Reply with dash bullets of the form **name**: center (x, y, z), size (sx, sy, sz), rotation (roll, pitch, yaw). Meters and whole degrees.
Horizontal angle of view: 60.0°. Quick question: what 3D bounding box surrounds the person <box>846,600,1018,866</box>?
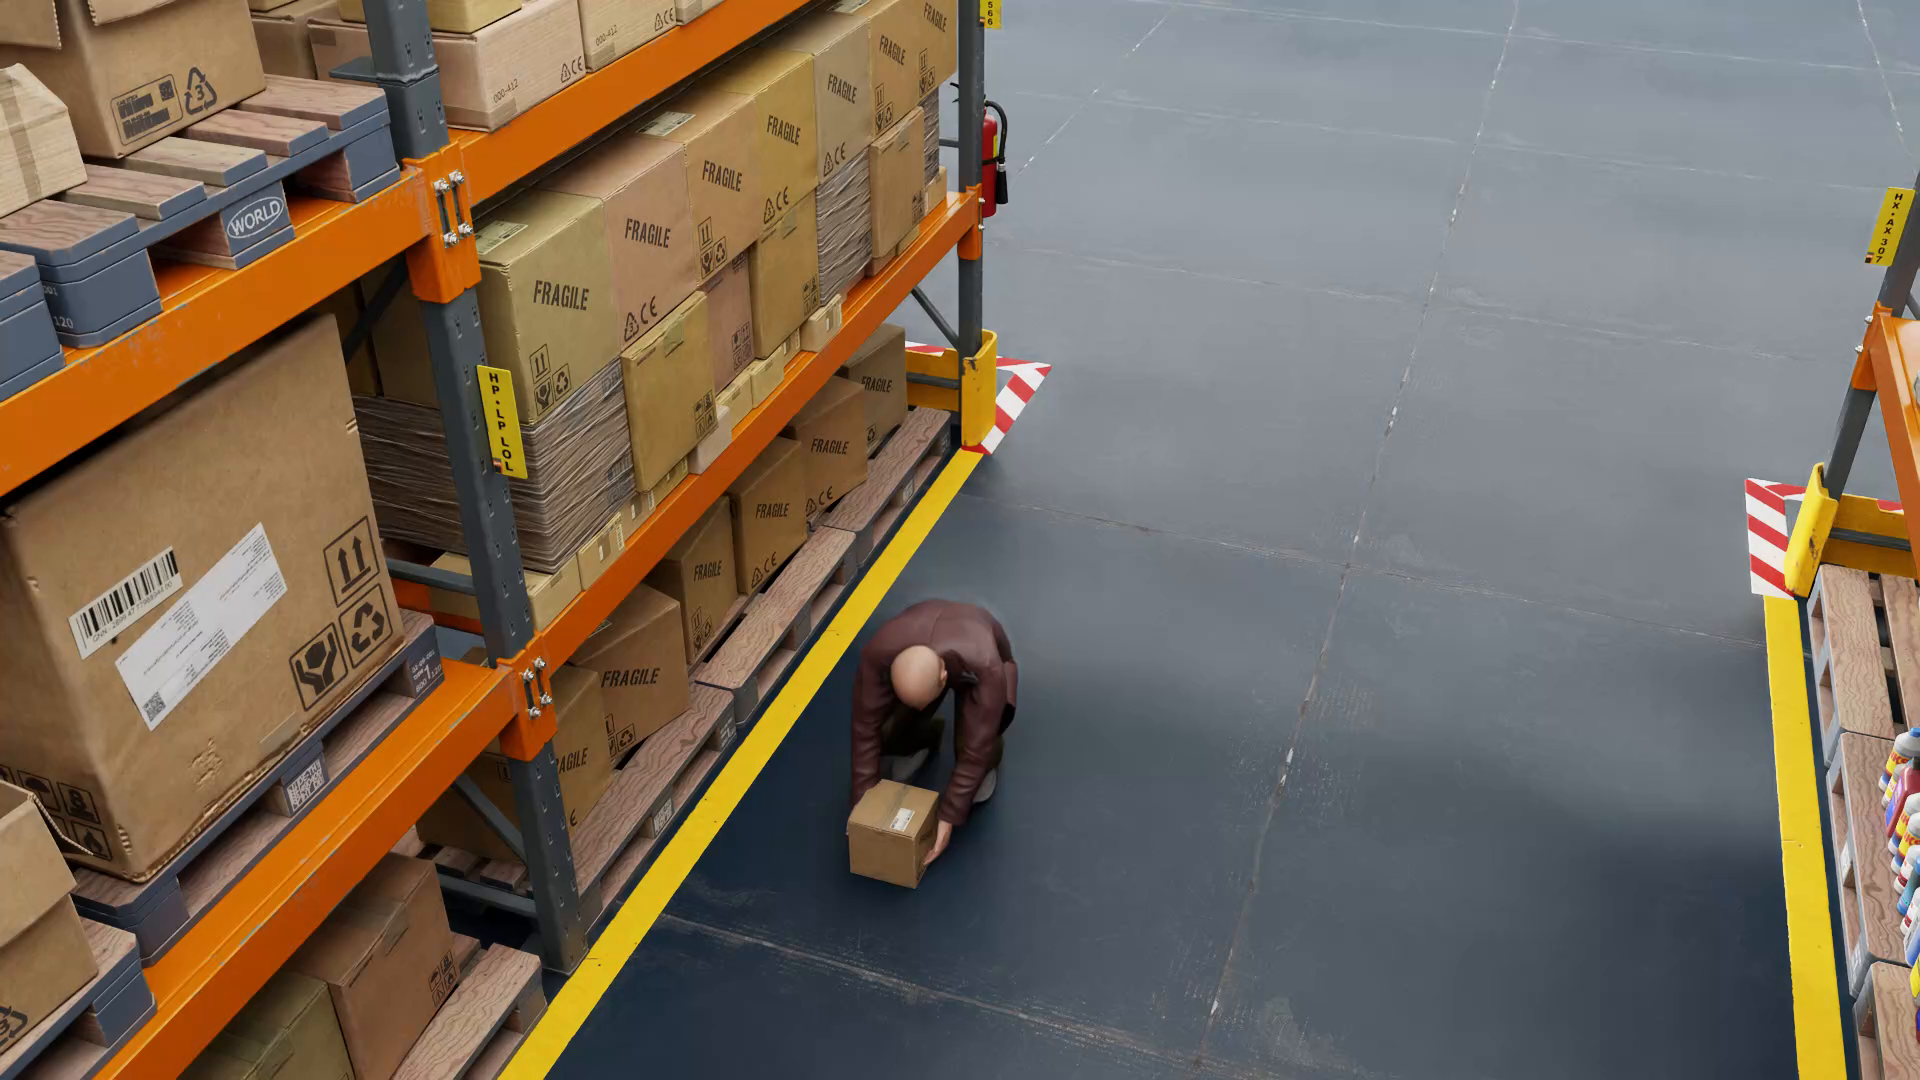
- **person**: center (-0.086, 0.591, 6.060), size (0.604, 0.888, 0.915), rotation (12, 35, 17)
